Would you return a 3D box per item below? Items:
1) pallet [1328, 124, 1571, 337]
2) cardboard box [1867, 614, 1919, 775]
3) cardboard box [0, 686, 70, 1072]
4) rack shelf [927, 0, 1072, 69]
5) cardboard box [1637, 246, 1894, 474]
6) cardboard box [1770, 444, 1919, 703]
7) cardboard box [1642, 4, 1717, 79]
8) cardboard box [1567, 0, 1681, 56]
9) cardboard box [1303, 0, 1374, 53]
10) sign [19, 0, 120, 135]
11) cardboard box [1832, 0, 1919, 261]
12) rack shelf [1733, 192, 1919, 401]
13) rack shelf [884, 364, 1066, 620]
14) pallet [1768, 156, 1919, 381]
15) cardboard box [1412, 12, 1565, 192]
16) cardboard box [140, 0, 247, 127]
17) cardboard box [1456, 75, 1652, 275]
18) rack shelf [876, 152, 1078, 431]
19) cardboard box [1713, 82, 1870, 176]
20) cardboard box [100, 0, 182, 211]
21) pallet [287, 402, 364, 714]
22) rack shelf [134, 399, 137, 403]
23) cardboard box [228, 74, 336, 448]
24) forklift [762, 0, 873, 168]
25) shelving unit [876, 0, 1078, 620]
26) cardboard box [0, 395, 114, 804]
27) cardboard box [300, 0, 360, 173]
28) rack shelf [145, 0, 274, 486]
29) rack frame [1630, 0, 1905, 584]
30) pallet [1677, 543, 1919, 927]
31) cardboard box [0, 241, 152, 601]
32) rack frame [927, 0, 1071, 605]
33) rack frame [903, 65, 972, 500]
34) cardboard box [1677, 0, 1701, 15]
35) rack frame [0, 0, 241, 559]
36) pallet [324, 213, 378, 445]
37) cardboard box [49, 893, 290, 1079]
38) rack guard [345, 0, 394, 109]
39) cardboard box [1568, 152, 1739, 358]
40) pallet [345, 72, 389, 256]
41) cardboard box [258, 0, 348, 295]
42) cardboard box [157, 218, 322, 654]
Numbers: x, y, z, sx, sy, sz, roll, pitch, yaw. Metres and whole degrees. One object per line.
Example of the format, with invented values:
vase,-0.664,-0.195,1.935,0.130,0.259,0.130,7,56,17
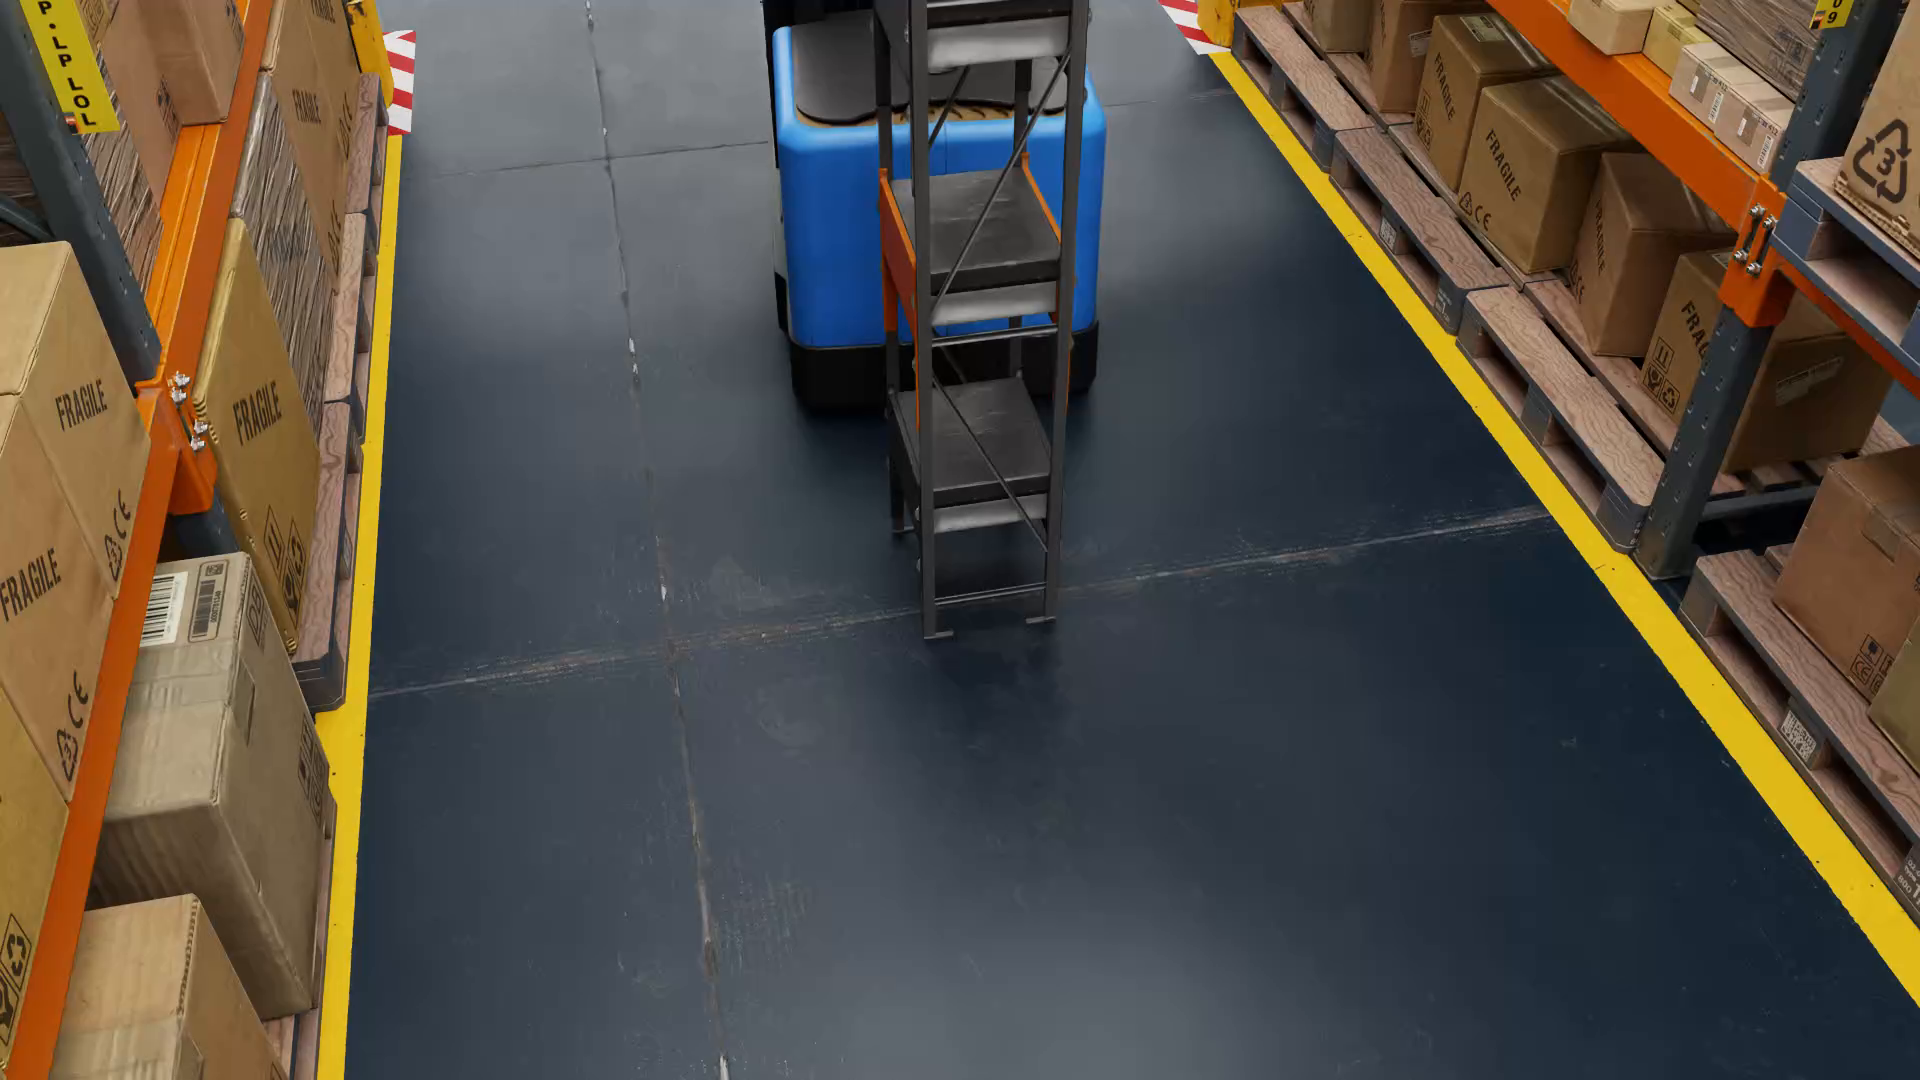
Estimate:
pallet,2.148,-1.281,6.534,1.003,0.211,1.213,-8,42,-9
cardboard box,2.790,0.382,4.111,0.700,0.500,0.500,-9,42,-10
cardboard box,-1.679,0.462,2.395,0.500,0.500,0.500,-8,42,-9
rack shelf,0.036,-1.294,3.886,0.368,0.174,0.457,-8,42,-9
cardboard box,2.547,-0.588,5.220,0.500,0.500,0.500,-10,42,-11
cardboard box,2.706,0.071,4.462,0.700,0.500,0.500,-11,43,-13
cardboard box,2.221,-1.438,4.800,0.380,0.149,0.250,-8,42,-9
cardboard box,2.058,-1.584,4.964,0.380,0.149,0.250,-8,42,-9
cardboard box,1.849,-2.509,7.383,0.500,0.500,0.500,-1,42,-1
sign,-1.743,-0.943,3.240,0.100,0.325,0.005,-8,42,-9
cardboard box,2.629,-0.947,3.289,1.000,1.000,1.000,-8,42,-9
rack shelf,3.026,0.465,3.009,1.077,0.370,4.000,-8,42,-9
rack shelf,0.036,-0.144,4.906,0.431,0.518,0.480,-8,42,-9
pallet,2.617,-0.513,3.713,1.003,0.211,1.213,-8,42,-9
cardboard box,2.128,-1.718,6.492,0.500,0.500,0.500,-5,42,-5
cardboard box,-2.504,-1.469,4.533,0.875,0.550,0.550,-8,42,-9
cardboard box,2.205,-1.349,6.077,0.500,0.500,0.500,-12,43,-13
rack shelf,0.036,-0.668,4.441,0.431,0.518,0.480,-8,42,-9
cardboard box,2.261,-1.104,4.424,0.380,0.149,0.250,-8,42,-9
cardboard box,-2.503,-1.102,4.119,0.875,0.550,0.550,-8,42,-9
pallet,-2.358,0.083,4.997,1.003,0.211,1.213,-8,42,-9
rack shelf,-1.839,1.037,2.217,0.919,0.124,3.809,-8,42,-9
cardboard box,-2.536,-0.820,5.198,0.875,0.875,0.875,-8,42,-9
forklift,-0.195,-2.521,5.882,1.121,2.935,3.031,-4,42,-5
shelving unit,-5.628,-0.965,2.385,12.070,5.092,0.667,-8,42,-9
cardboard box,-1.788,0.134,2.764,0.500,0.500,0.500,-9,42,-10
cardboard box,-2.923,-1.981,6.506,0.875,0.875,0.875,-8,42,-9
rack shelf,-2.702,-1.483,5.203,1.077,0.370,4.000,-8,42,-9
rack frame,2.594,-1.101,4.231,1.000,3.000,0.127,-8,42,-9
pallet,2.764,0.447,4.588,1.003,0.211,1.213,-8,42,-9
cardboard box,-1.897,-0.193,3.133,0.500,0.500,0.500,-9,42,-10
rack frame,0.087,-0.520,4.254,0.380,1.831,0.006,-8,42,-9
rack frame,-0.018,-0.836,4.610,0.380,1.831,0.006,-8,42,-9
cardboard box,2.484,-1.879,4.808,0.875,0.500,0.500,-8,42,-9
rack frame,-2.271,-0.456,3.504,1.000,3.000,0.127,-8,42,-9
pallet,-2.625,-0.709,5.890,1.003,0.211,1.213,-8,42,-9
cardboard box,-1.844,1.244,2.967,1.050,0.750,0.750,-8,42,-9
rack guard,-3.139,-2.129,7.272,1.175,0.500,0.348,-8,42,-9
cardboard box,2.224,-2.451,6.008,1.144,2.239,2.984,4,42,4
pallet,-2.885,-1.498,6.779,1.003,0.211,1.213,-8,42,-9
cardboard box,-2.731,-1.411,5.864,0.875,0.875,0.875,-9,42,-10
cardboard box,-2.338,-0.236,4.540,0.875,0.875,0.875,-8,42,-9
